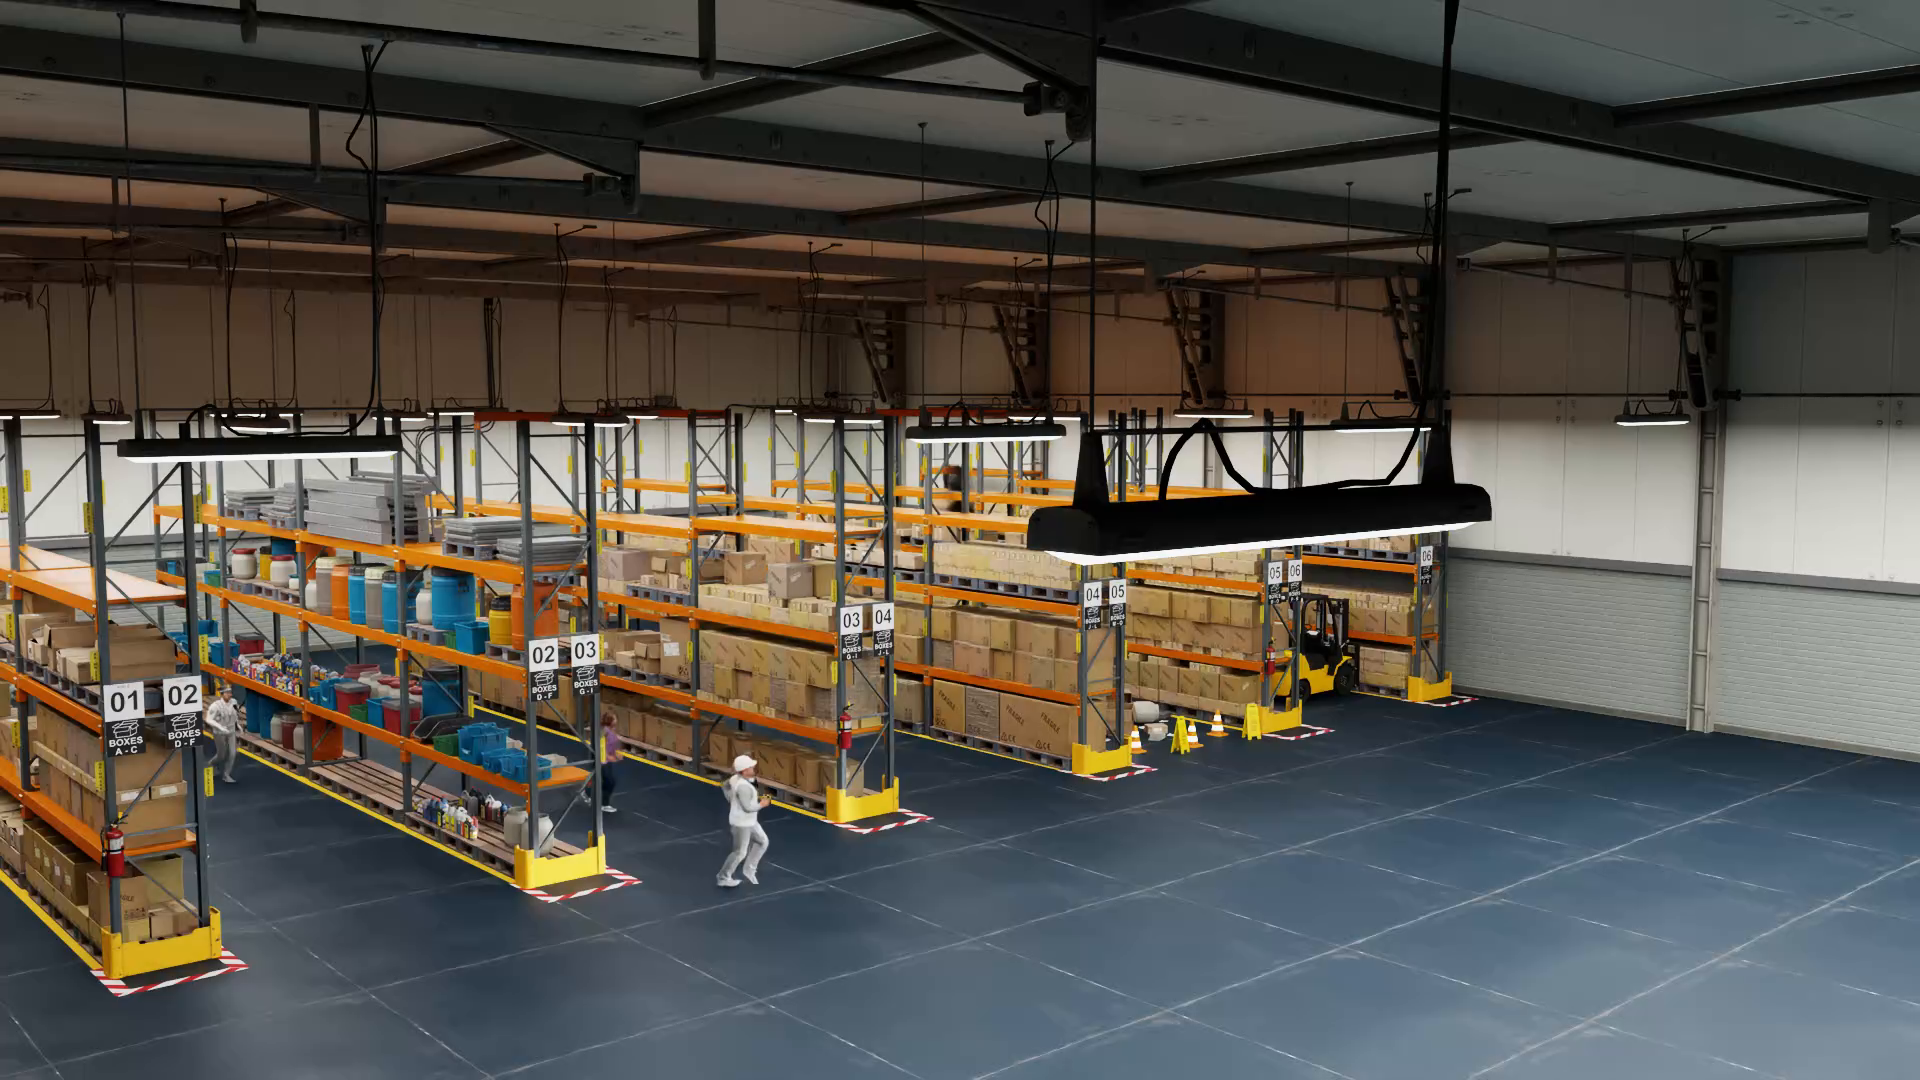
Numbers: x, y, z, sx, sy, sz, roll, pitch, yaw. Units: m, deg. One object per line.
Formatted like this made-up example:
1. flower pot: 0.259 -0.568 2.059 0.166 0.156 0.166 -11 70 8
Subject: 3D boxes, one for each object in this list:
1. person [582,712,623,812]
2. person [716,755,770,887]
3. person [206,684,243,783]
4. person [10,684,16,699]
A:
1. person: -5.441 3.359 25.222 0.612 1.543 0.538 1 5 16
2. person: -2.770 3.611 21.193 0.696 1.788 0.623 0 5 -6
3. person: -12.054 3.142 27.174 0.717 1.642 0.609 4 6 39
4. person: -19.222 2.577 34.473 1.101 1.504 0.611 -2 5 -24
